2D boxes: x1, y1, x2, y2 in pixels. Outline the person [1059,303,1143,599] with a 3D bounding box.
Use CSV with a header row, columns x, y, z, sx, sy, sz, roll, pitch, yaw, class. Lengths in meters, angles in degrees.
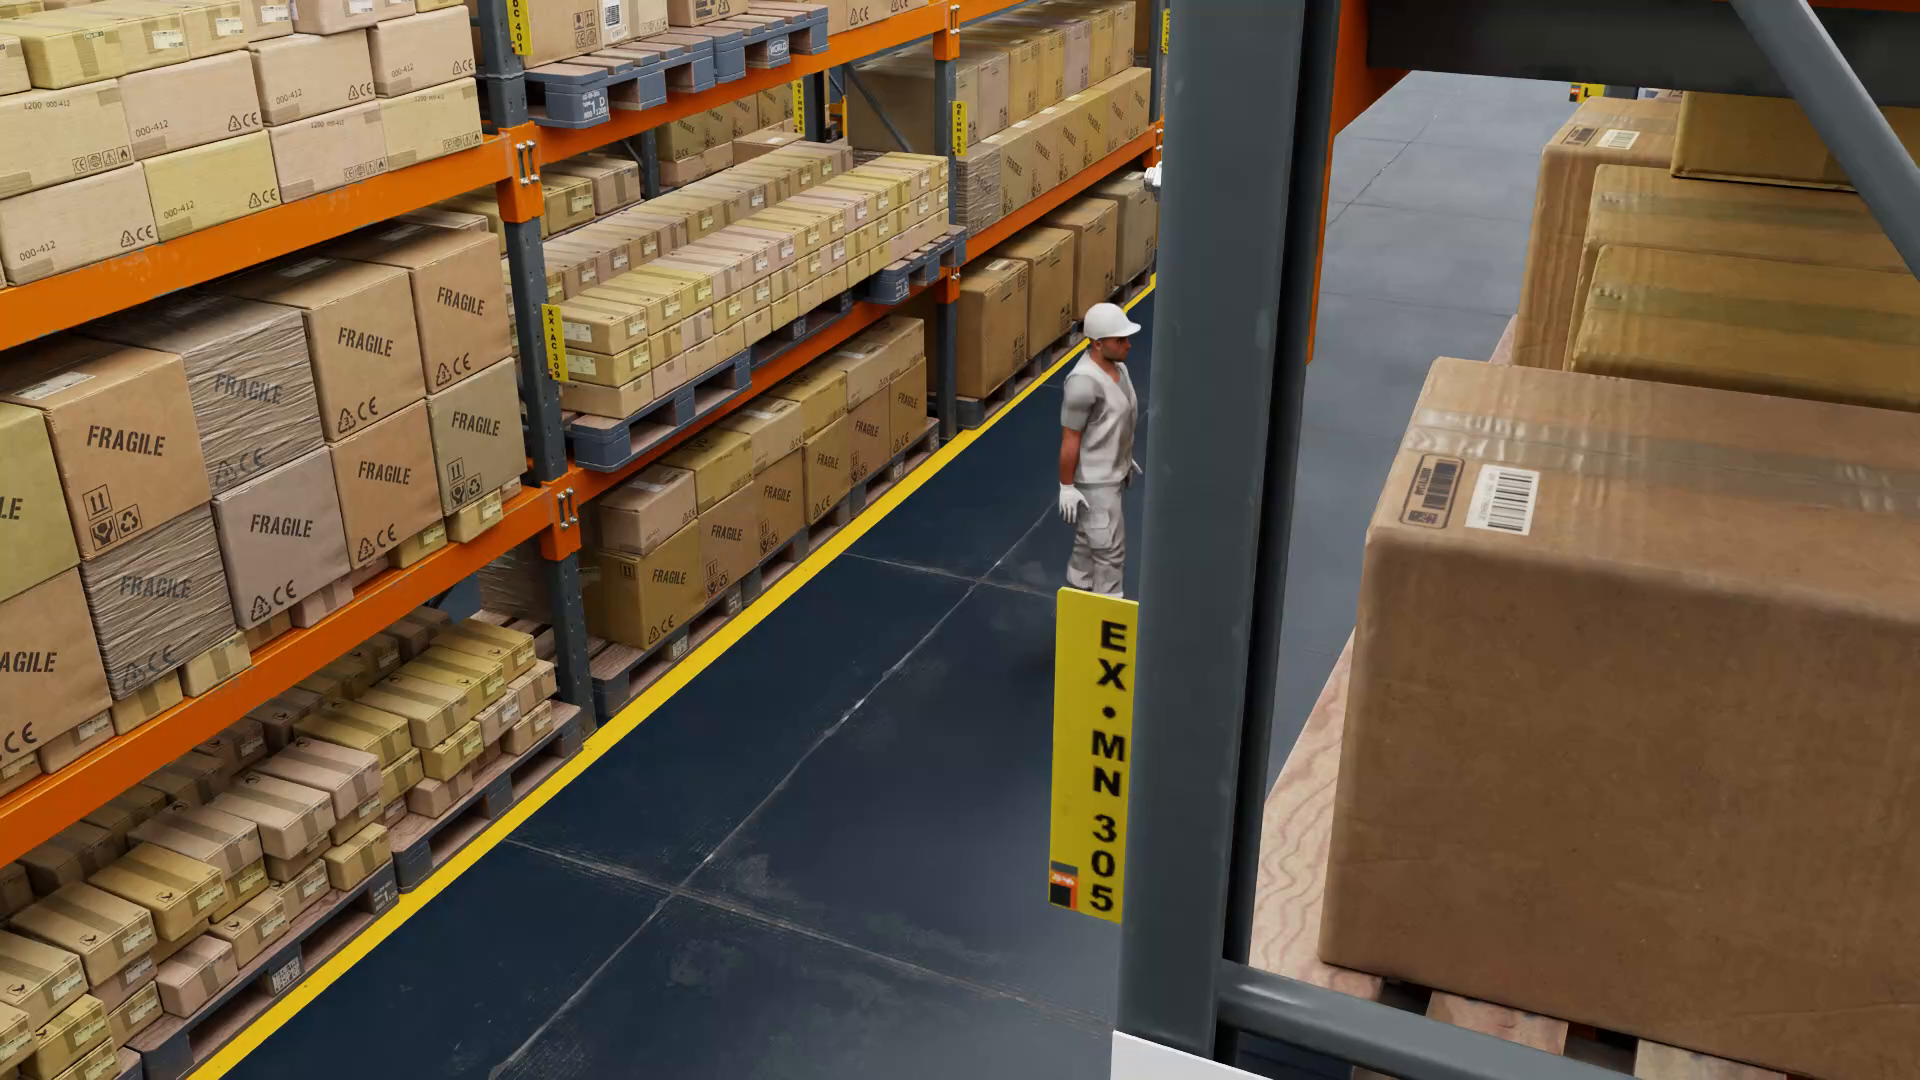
x,y,z,sx,sy,sz,roll,pitch,yaw,class
0.812,-0.301,8.185,0.584,1.787,0.574,9,27,17,person
